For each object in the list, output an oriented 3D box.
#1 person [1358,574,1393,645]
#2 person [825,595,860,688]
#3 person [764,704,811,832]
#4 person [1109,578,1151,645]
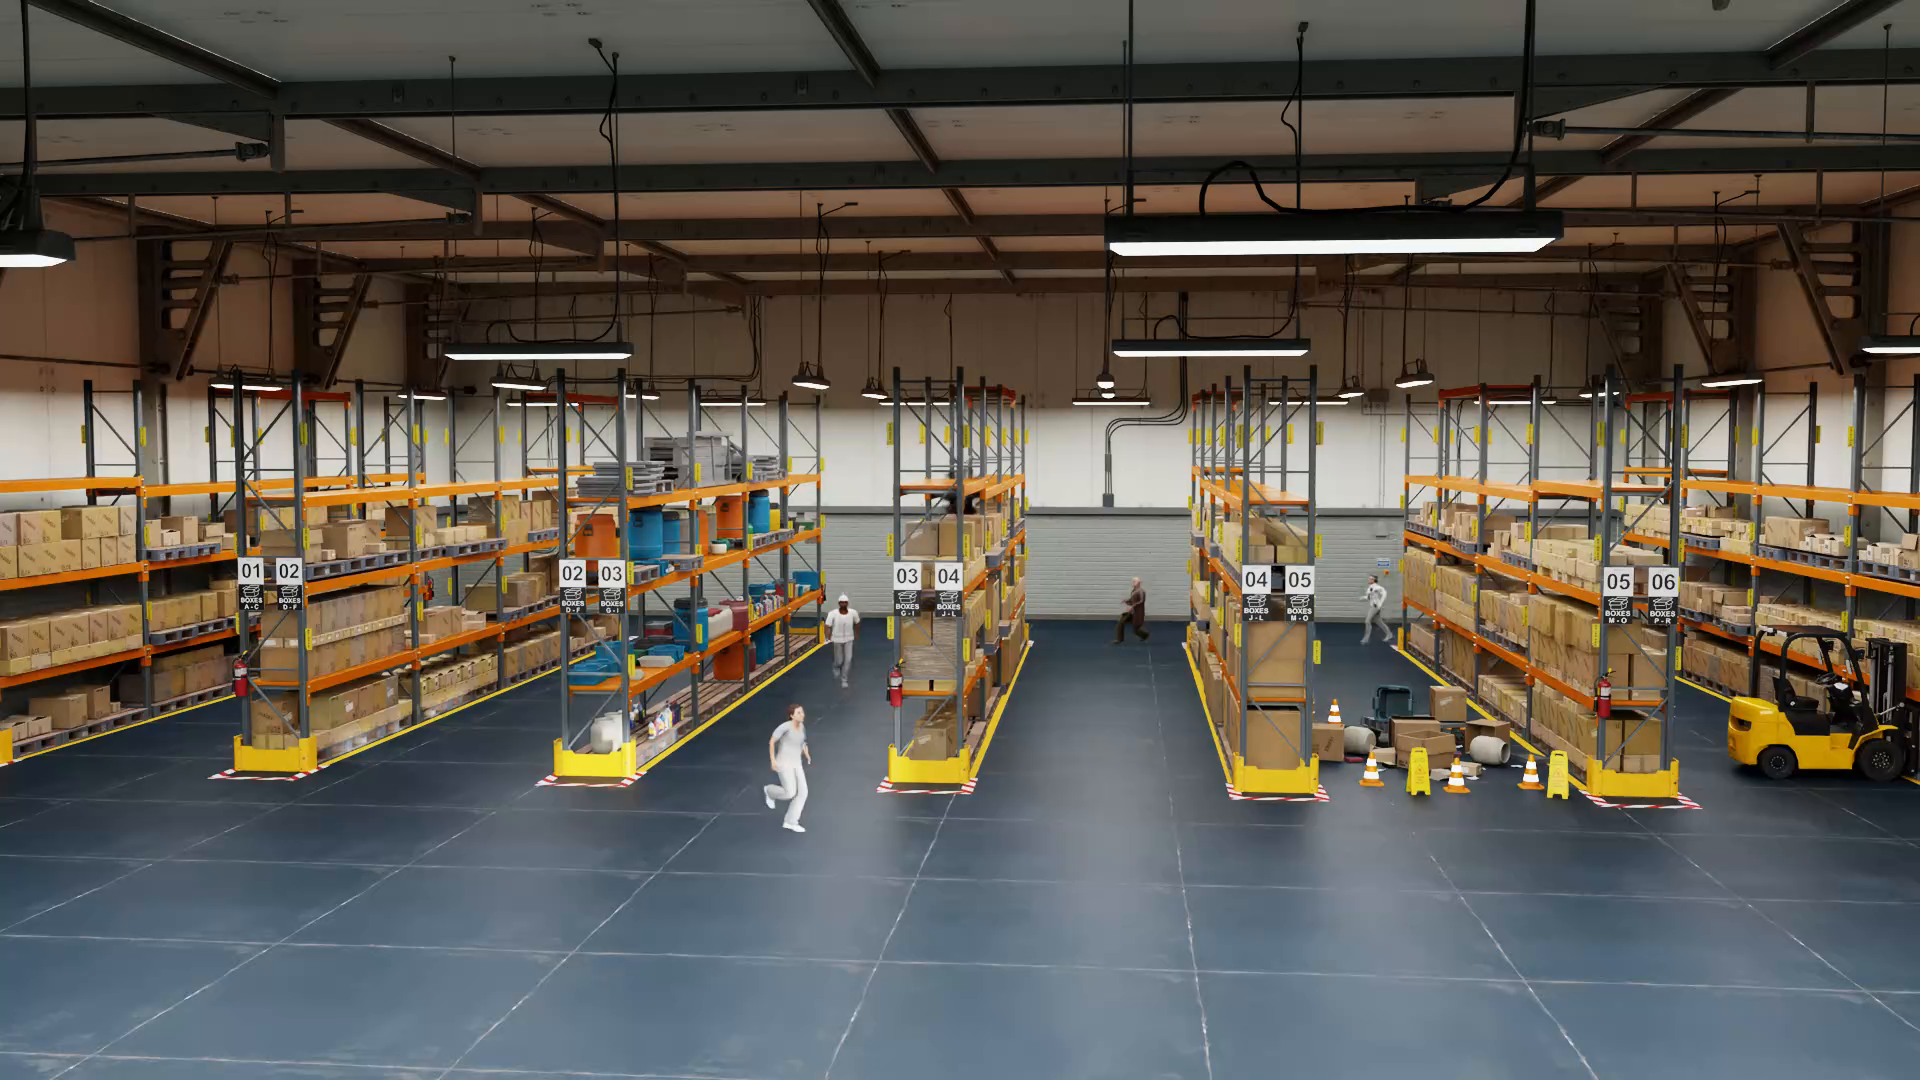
[{"bbox_3d":[10.050,1.659,40.150,0.857,1.719,0.535,0,4,5],"label":"person"},{"bbox_3d":[-2.217,1.900,31.479,0.688,1.742,0.740,-1,4,-13],"label":"person"},{"bbox_3d":[-2.227,2.892,21.289,0.688,1.629,0.589,3,5,39],"label":"person"},{"bbox_3d":[4.192,1.752,39.835,1.033,1.543,0.753,-2,4,-32],"label":"person"}]
